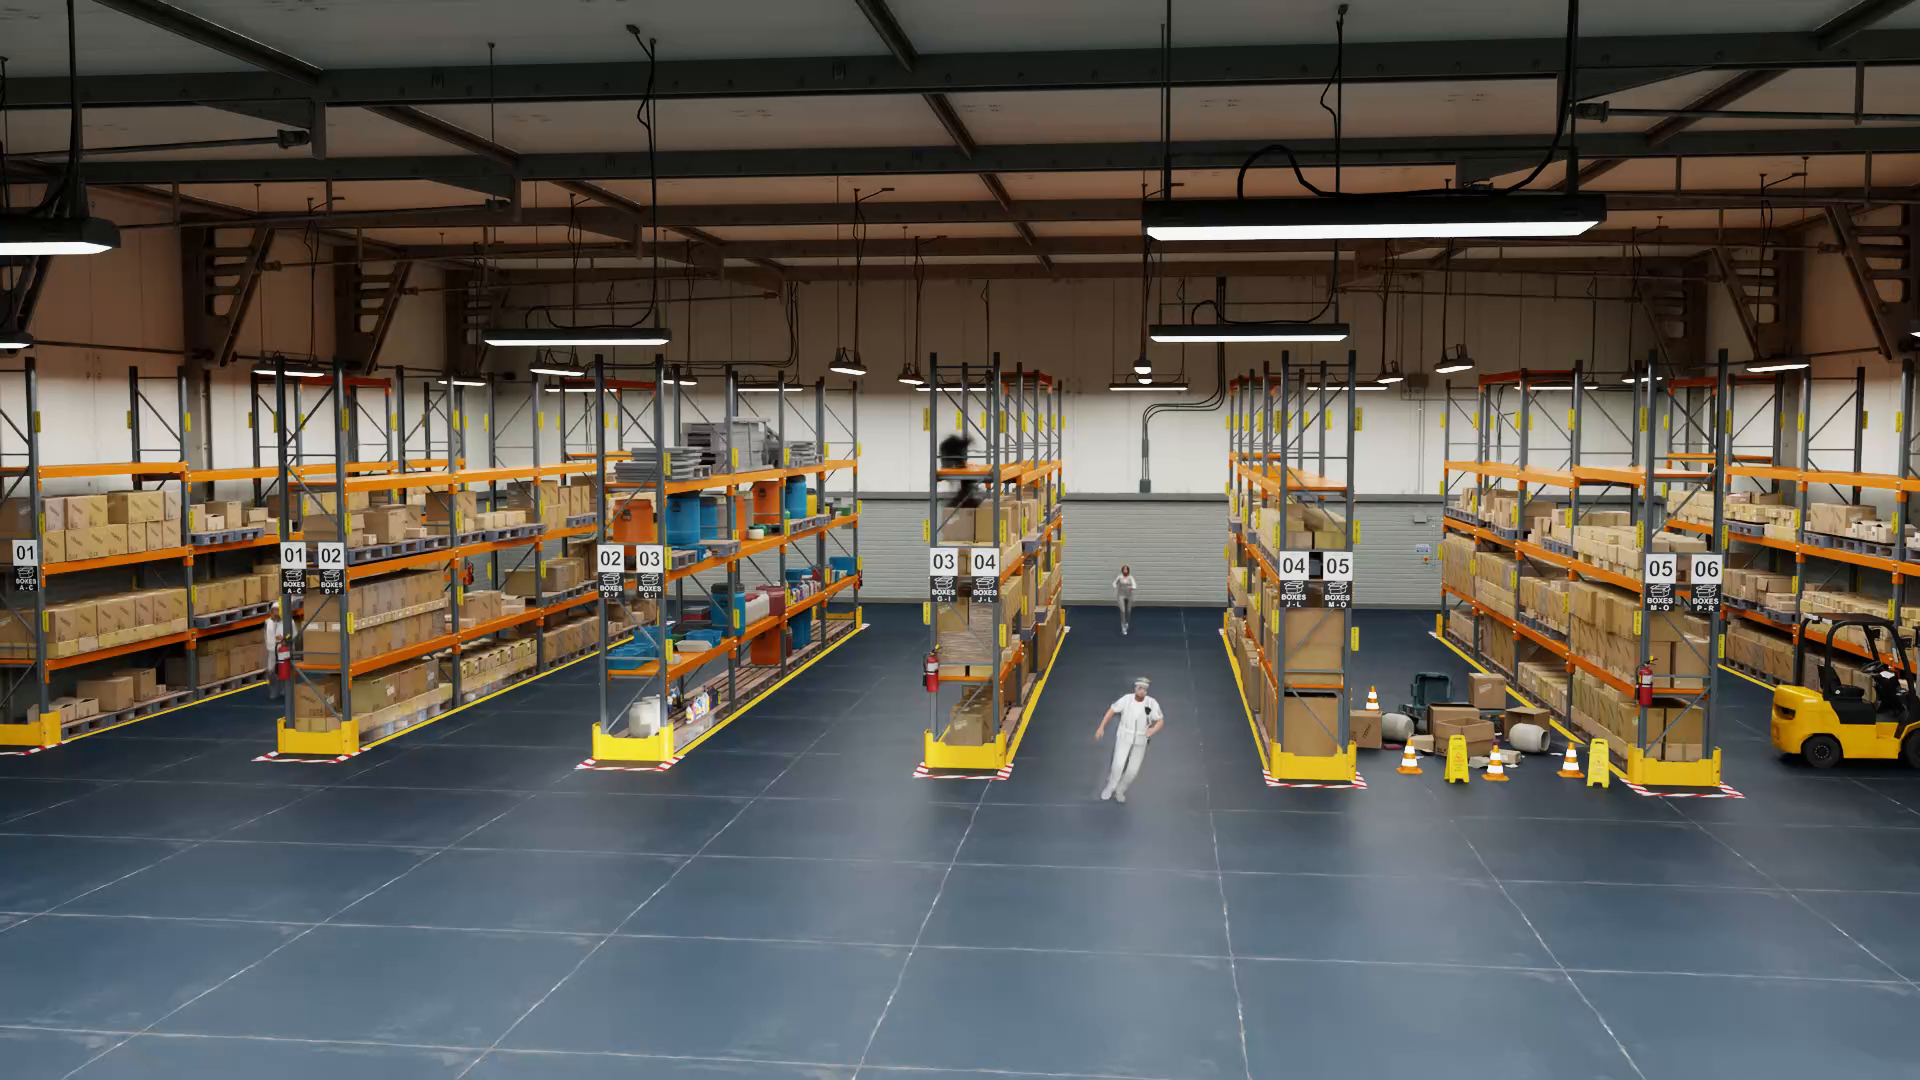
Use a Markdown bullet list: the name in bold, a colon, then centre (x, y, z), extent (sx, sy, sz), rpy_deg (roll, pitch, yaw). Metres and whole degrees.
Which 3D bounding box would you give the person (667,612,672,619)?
- **person**: centre (-7.760, 1.164, 42.313), extent (0.982, 1.658, 0.593), rpy_deg (1, 4, 17)

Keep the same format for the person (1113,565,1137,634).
- **person**: centre (3.920, 1.390, 39.471), extent (0.529, 1.592, 0.874), rpy_deg (0, 4, -1)

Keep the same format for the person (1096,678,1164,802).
- **person**: centre (2.262, 2.646, 21.880), extent (0.850, 1.701, 0.678), rpy_deg (0, 4, -6)

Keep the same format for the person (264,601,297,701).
- **person**: centre (-12.300, 1.994, 30.046), extent (0.644, 1.791, 0.710), rpy_deg (0, 4, -5)
